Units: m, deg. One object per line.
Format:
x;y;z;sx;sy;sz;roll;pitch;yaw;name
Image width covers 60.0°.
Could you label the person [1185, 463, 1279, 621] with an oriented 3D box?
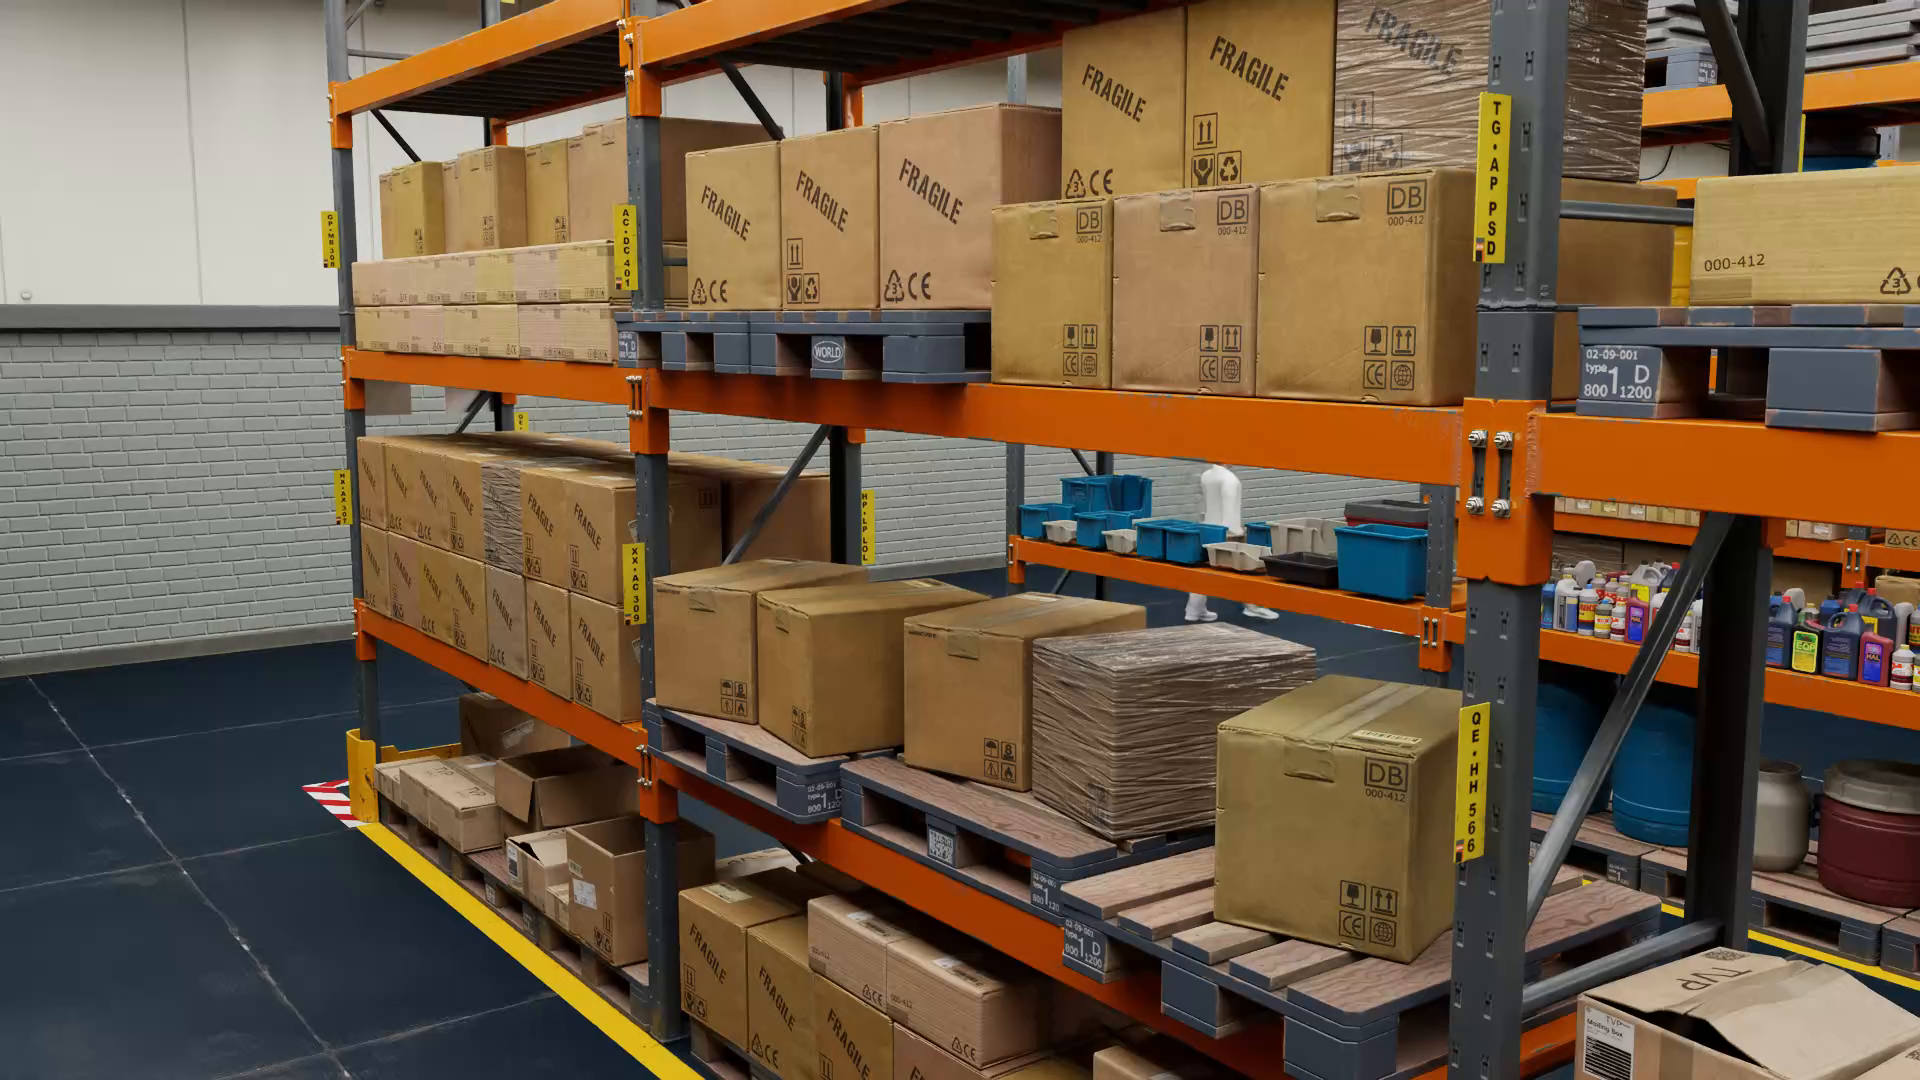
2.651;-0.079;16.326;0.990;1.748;0.616;-4;9;-29;person
